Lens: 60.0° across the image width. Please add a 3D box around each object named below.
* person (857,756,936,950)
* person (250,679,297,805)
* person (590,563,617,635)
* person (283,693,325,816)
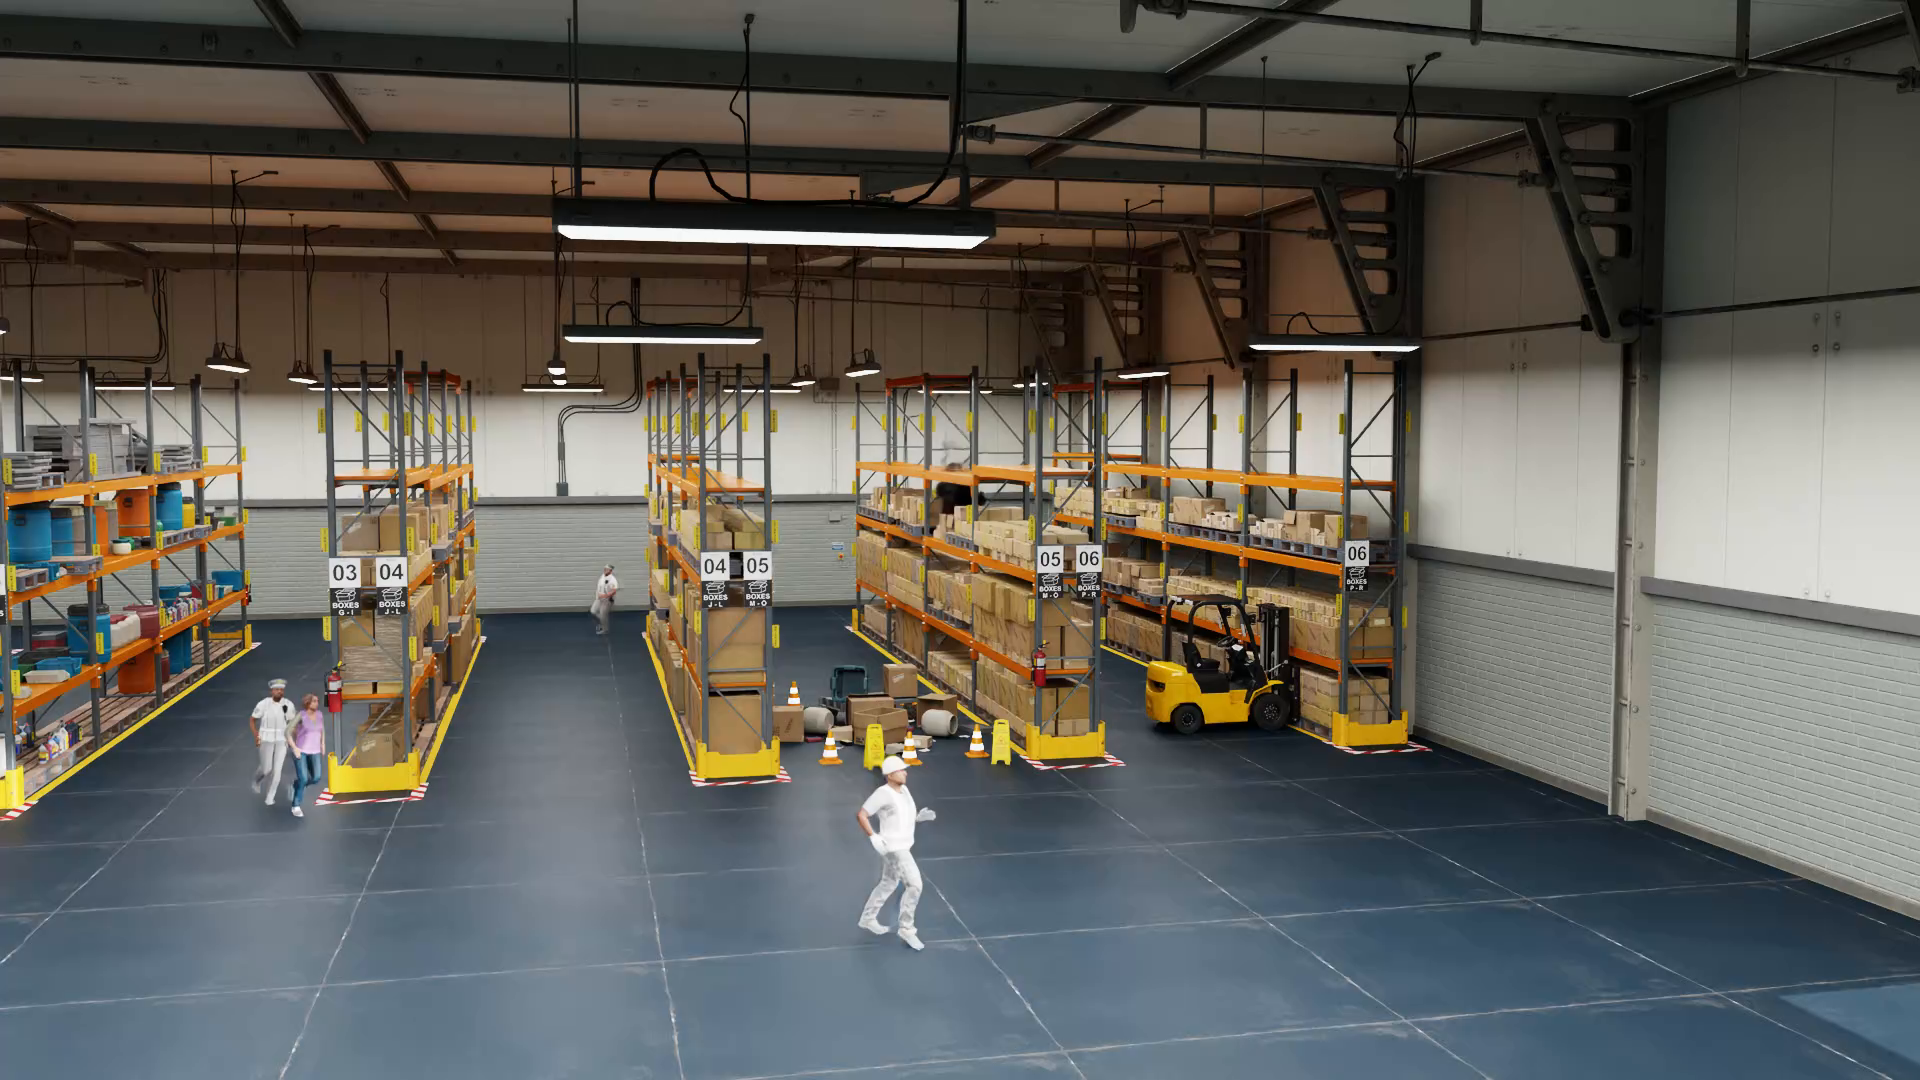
[{"bbox_3d":[-0.621,2.999,16.002,0.781,1.847,0.660,1,4,12],"label":"person"},{"bbox_3d":[-9.091,2.671,22.090,0.583,1.681,0.551,-3,5,-32],"label":"person"},{"bbox_3d":[-8.431,1.403,39.403,0.683,1.713,0.580,3,5,35],"label":"person"},{"bbox_3d":[-8.455,2.754,21.502,0.505,1.549,0.589,3,5,38],"label":"person"}]
